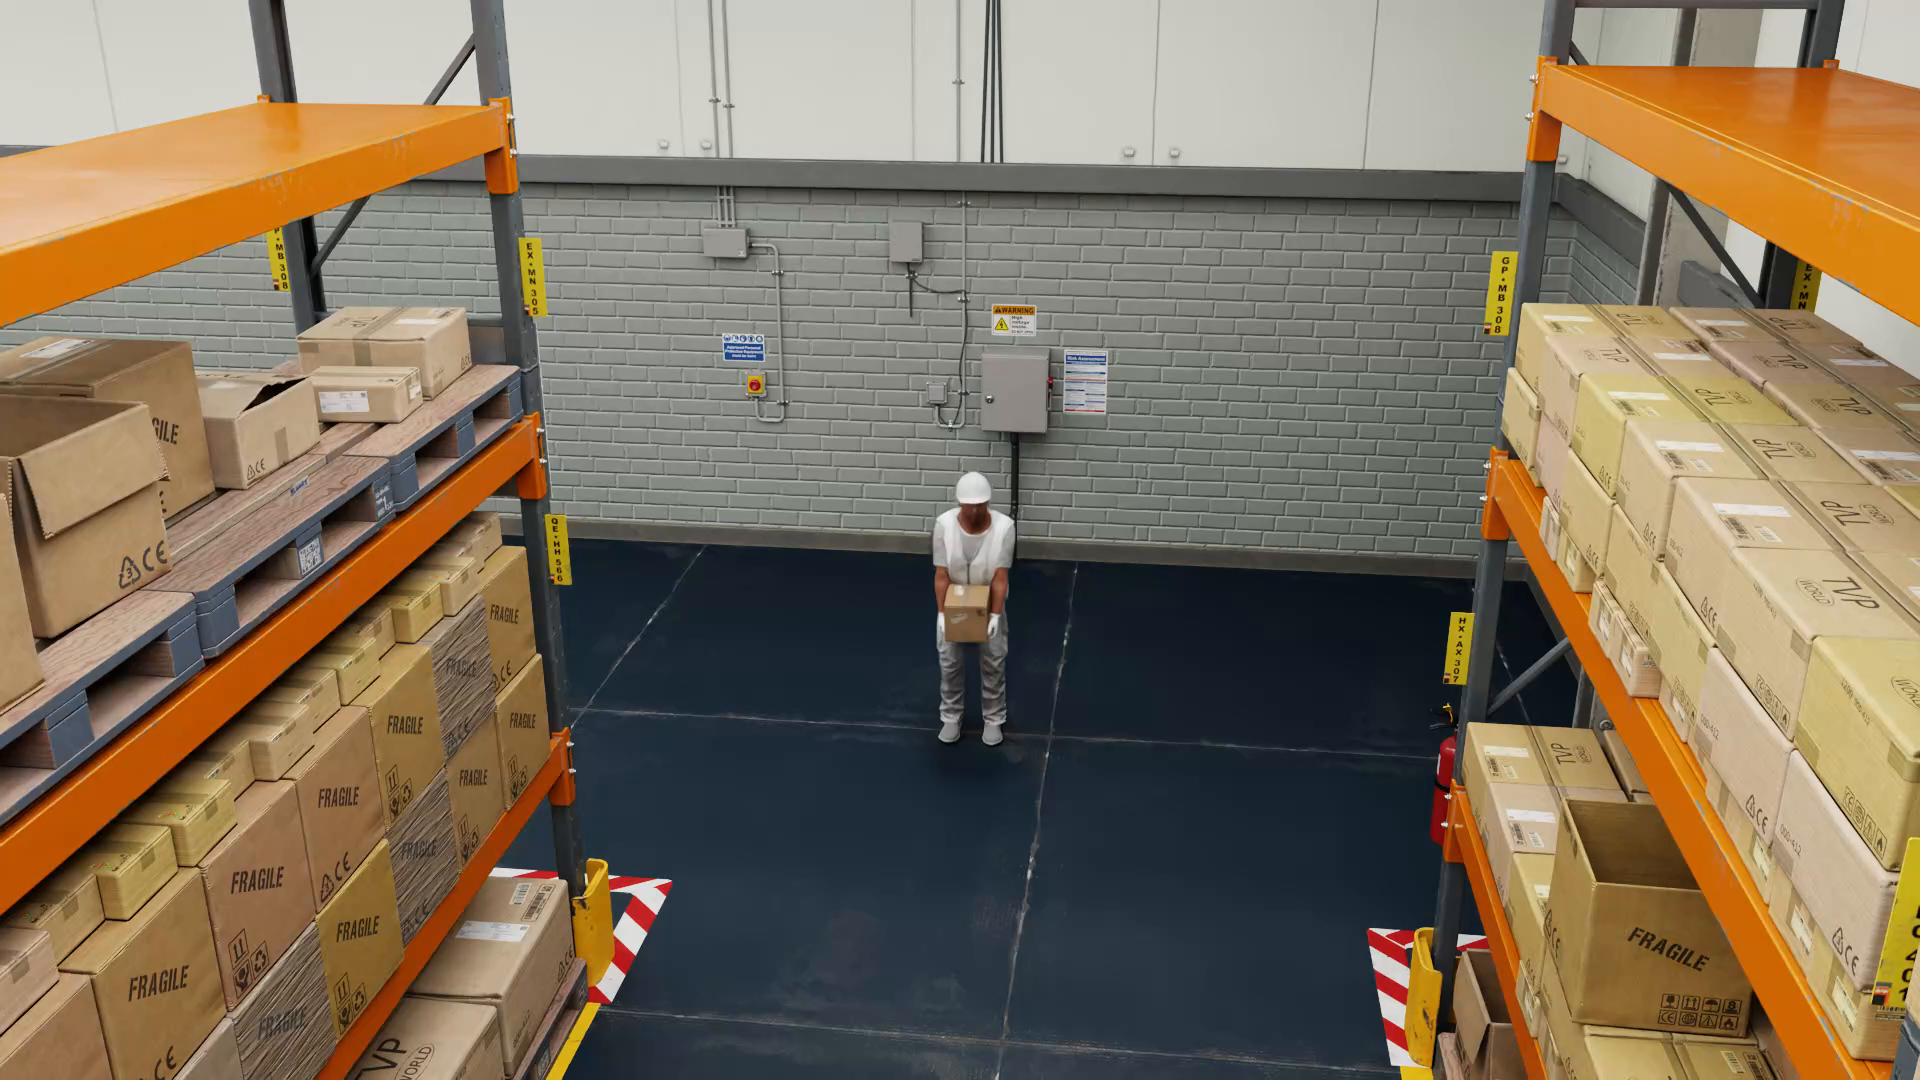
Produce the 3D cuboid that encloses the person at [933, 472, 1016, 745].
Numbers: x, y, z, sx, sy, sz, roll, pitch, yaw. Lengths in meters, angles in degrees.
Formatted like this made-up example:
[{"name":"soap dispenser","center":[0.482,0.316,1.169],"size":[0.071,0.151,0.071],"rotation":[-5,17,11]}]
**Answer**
[{"name":"person","center":[0.082,0.420,9.988],"size":[0.487,1.761,0.605],"rotation":[2,21,5]}]
